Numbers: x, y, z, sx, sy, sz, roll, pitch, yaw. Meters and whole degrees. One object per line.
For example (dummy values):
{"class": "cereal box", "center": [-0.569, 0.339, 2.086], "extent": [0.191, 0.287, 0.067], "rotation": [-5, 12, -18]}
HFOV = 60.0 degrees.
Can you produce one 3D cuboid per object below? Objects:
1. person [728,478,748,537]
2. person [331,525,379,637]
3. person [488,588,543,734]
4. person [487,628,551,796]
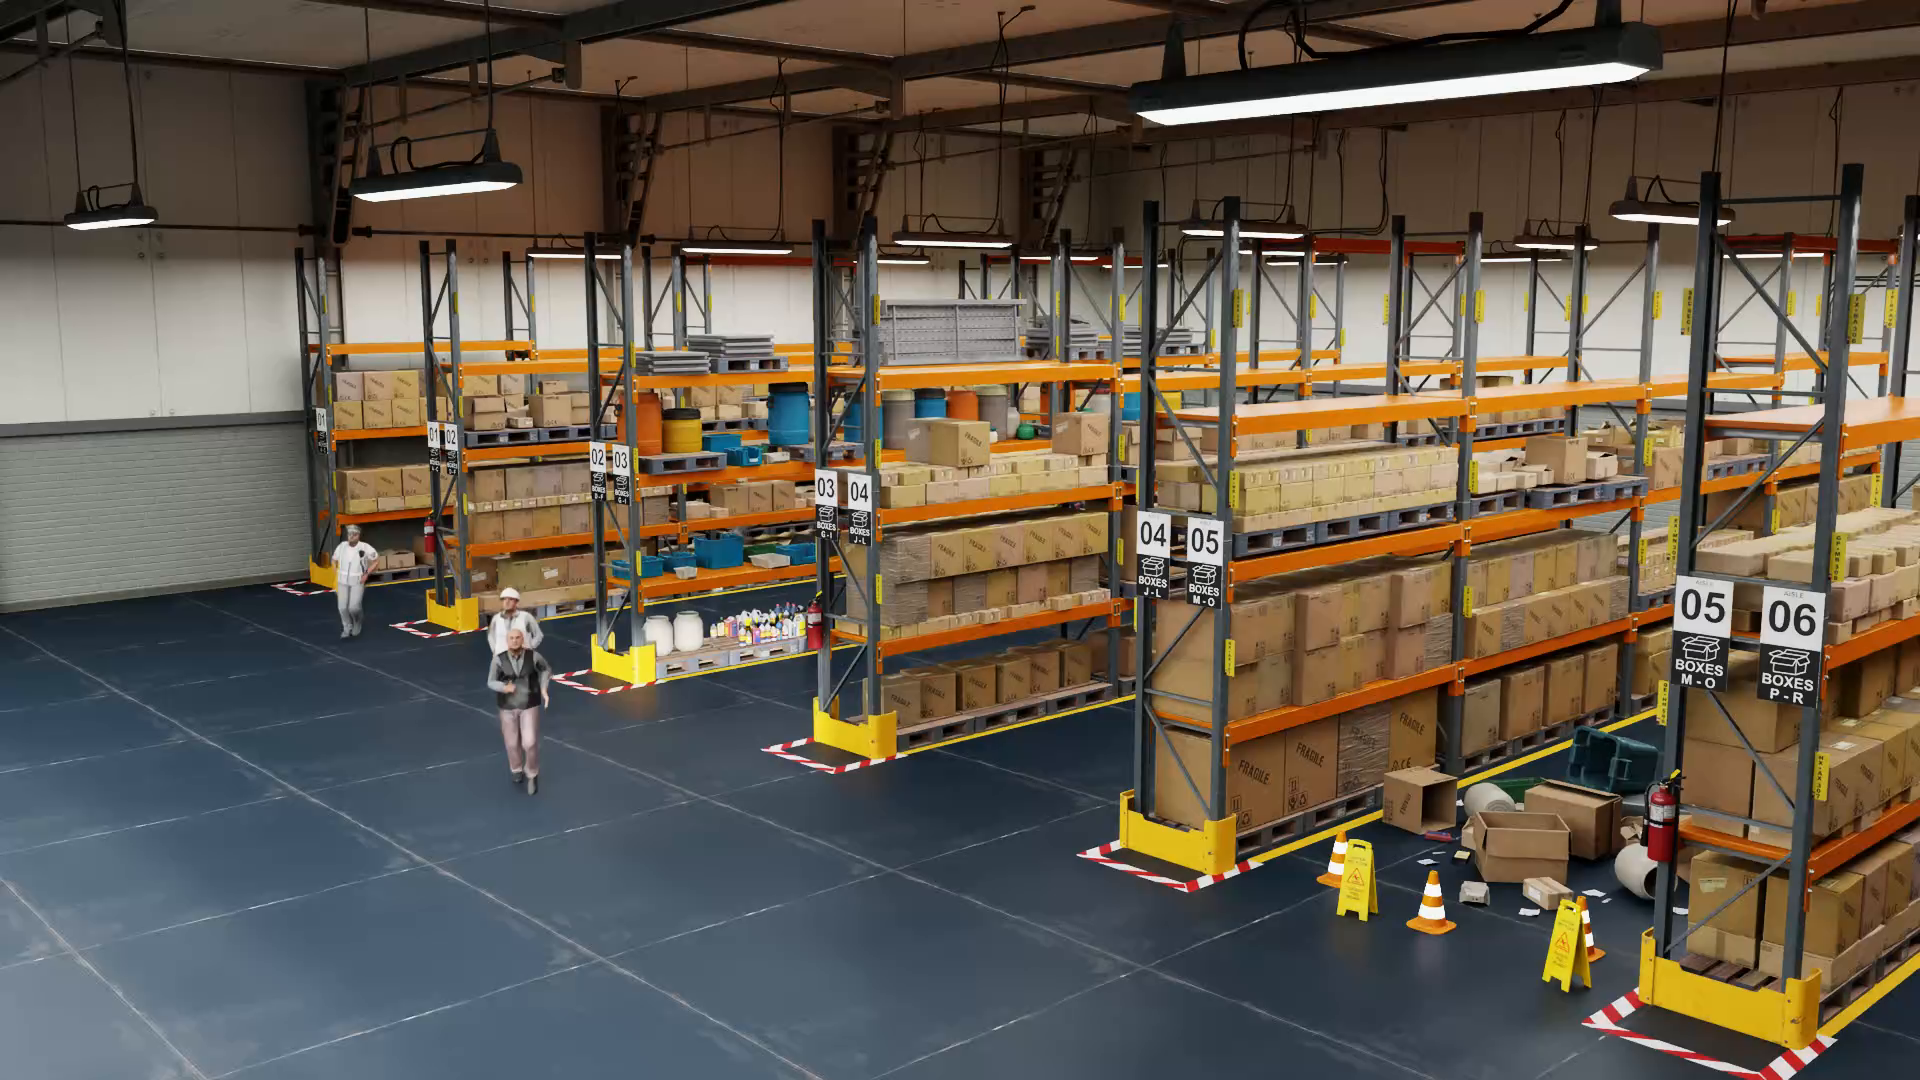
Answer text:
{"class": "person", "center": [-4.178, -0.369, 31.884], "extent": [0.687, 1.743, 0.704], "rotation": [8, 11, 42]}
{"class": "person", "center": [-9.183, 0.628, 25.152], "extent": [0.673, 1.736, 0.613], "rotation": [0, 8, -1]}
{"class": "person", "center": [-5.275, 1.433, 19.728], "extent": [0.658, 1.760, 0.708], "rotation": [-1, 8, -6]}
{"class": "person", "center": [-4.594, 1.792, 17.355], "extent": [0.624, 1.757, 0.727], "rotation": [-1, 8, -9]}
